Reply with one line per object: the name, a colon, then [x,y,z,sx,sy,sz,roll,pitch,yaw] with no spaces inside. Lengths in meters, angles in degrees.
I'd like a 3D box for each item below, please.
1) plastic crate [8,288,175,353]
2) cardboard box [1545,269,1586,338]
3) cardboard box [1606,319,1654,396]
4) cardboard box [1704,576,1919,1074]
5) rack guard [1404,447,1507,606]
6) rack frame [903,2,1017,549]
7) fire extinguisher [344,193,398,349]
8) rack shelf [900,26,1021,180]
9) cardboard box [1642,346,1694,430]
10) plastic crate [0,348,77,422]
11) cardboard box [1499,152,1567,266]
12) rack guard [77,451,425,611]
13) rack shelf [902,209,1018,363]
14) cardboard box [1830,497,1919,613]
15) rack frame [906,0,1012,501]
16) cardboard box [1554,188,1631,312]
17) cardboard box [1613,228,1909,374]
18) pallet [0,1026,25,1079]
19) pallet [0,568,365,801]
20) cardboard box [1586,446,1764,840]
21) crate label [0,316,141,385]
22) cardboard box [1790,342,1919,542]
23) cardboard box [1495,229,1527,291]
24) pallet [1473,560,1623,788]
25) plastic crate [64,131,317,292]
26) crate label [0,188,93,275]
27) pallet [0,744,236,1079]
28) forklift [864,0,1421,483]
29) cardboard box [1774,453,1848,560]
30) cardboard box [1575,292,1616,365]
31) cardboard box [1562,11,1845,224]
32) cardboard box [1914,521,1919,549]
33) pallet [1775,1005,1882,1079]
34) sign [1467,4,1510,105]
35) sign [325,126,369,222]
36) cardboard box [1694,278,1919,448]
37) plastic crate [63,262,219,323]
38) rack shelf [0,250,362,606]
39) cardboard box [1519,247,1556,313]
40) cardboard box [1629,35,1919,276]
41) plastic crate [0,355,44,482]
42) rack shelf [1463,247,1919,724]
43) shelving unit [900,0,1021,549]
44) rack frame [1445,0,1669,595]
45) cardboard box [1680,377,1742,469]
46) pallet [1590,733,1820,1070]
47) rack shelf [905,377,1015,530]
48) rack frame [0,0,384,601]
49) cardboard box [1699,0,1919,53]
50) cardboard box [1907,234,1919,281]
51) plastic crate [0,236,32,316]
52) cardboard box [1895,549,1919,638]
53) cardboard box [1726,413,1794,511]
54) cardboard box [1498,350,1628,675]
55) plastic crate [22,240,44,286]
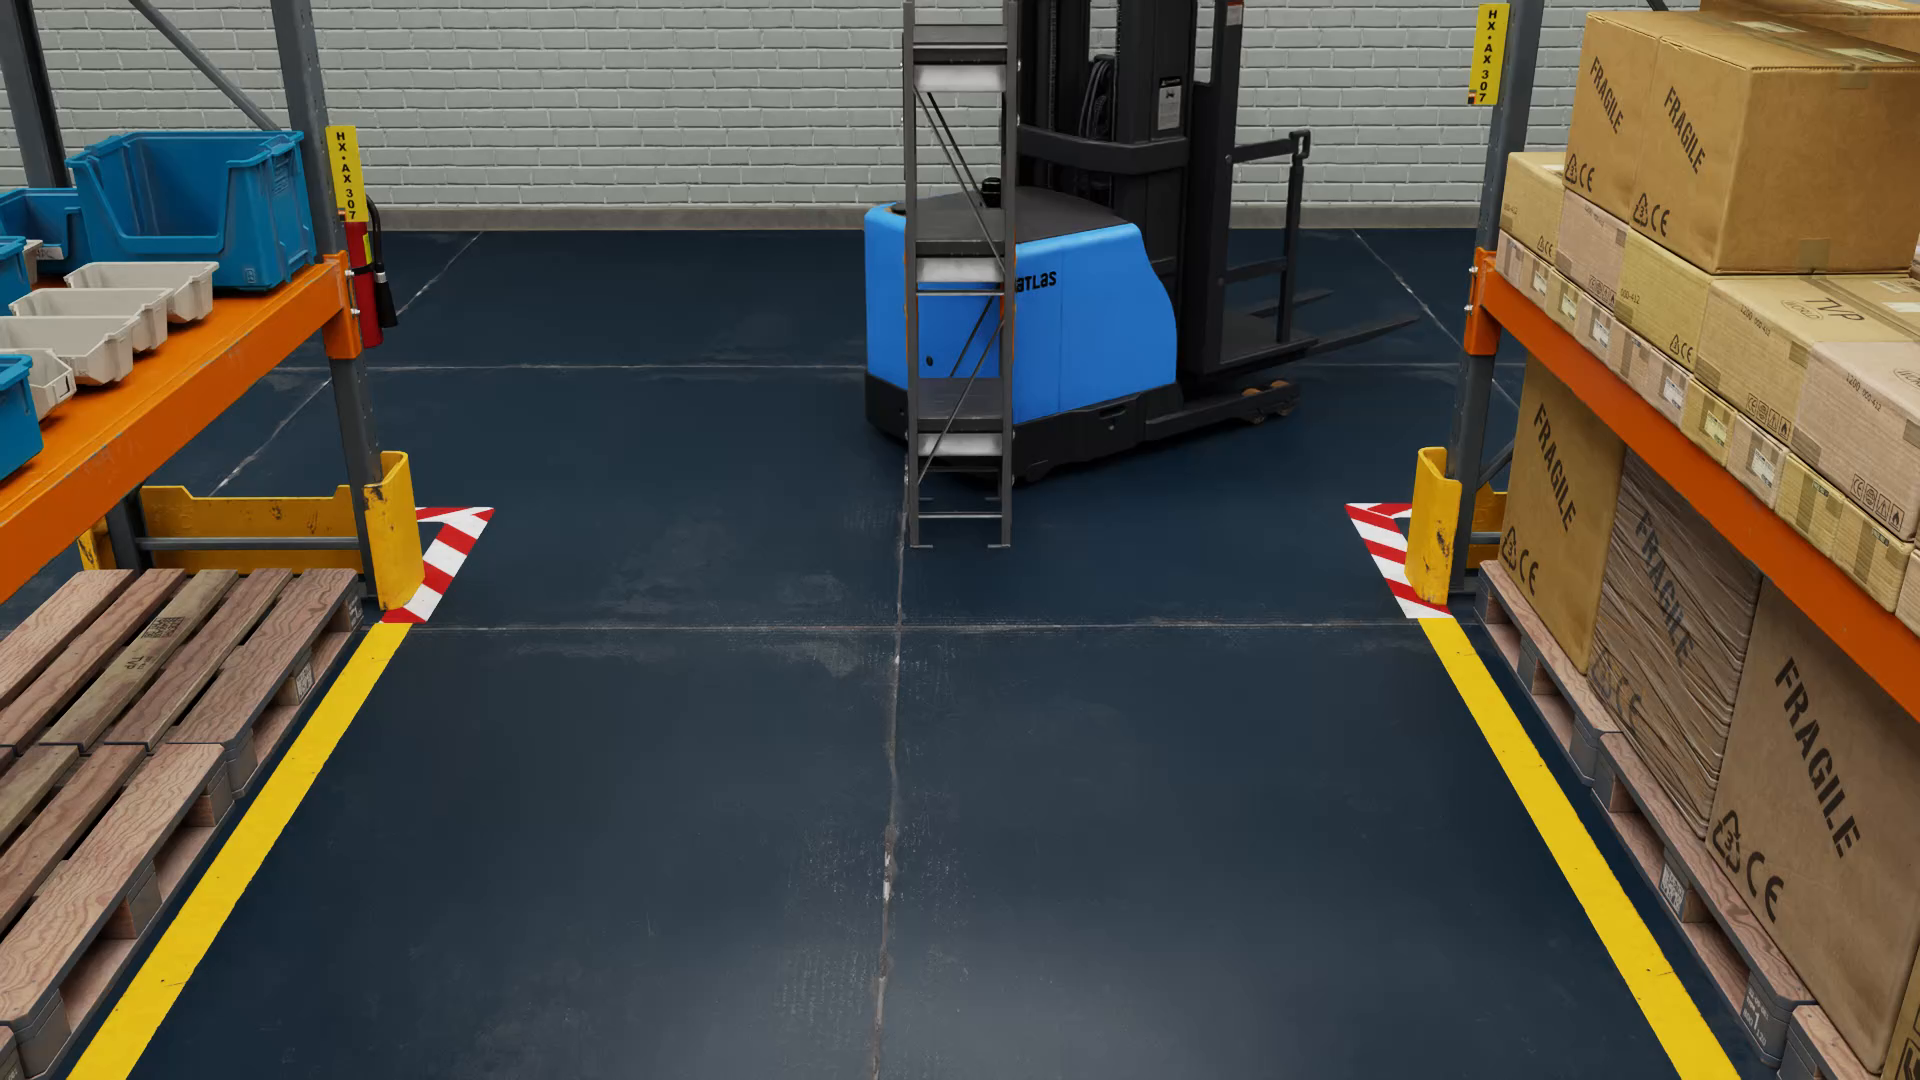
plastic crate: [-2.460,-0.616,4.719,0.396,0.136,0.243,0,24,-1]
cardboard box: [1.995,-0.712,4.990,0.380,0.149,0.250,-1,24,-2]
cardboard box: [2.001,-0.500,4.521,0.380,0.149,0.250,-1,24,-2]
cardboard box: [2.420,0.596,3.861,0.875,0.875,0.875,0,24,-1]
rack guard: [2.314,-0.057,6.269,1.175,0.500,0.348,0,24,-1]
rack frame: [0.001,-0.924,6.246,0.400,2.100,0.015,0,24,-1]
fire extinguisher: [-2.186,-1.023,5.918,0.296,0.674,0.183,0,24,-1]
rack shelf: [-0.002,-1.650,6.185,0.431,0.518,0.480,0,24,-1]
cardboard box: [2.004,-0.394,4.286,0.380,0.149,0.250,-1,24,-1]
plastic crate: [-2.411,-0.380,4.196,0.298,0.136,0.250,0,24,-1]
cardboard box: [2.049,-1.054,5.262,0.500,0.250,0.500,-1,24,-2]
rack guard: [-2.652,-0.035,6.220,1.175,0.500,0.348,0,24,-1]
rack shelf: [-0.002,-1.012,6.474,0.431,0.518,0.480,0,24,-1]
cardboard box: [2.015,0.029,3.352,0.380,0.149,0.250,0,24,0]
rack frame: [-0.004,-1.125,6.690,0.400,2.100,0.015,0,24,-1]
cardboard box: [2.061,-0.840,4.788,0.500,0.250,0.500,-1,24,-1]
cardboard box: [2.063,-0.633,4.330,0.500,0.250,0.500,-1,24,-2]
pallet: [-2.642,1.452,3.283,1.003,0.211,1.213,0,24,-1]
pallet: [-2.669,0.447,5.506,1.003,0.211,1.213,0,24,-1]
cardboard box: [2.411,0.229,4.672,0.875,0.875,0.875,0,24,-1]
crate label: [-2.433,-0.501,4.466,0.396,0.136,0.243,0,24,-1]
cardboard box: [2.076,-0.209,3.393,0.500,0.250,0.500,0,24,1]
cardboard box: [1.988,-0.924,5.457,0.380,0.149,0.250,0,24,0]
pallet: [2.401,0.414,5.579,1.003,0.211,1.213,0,24,-1]
plastic crate: [-2.448,-1.070,5.360,0.616,0.435,0.499,0,24,-1]
crate label: [-2.965,-1.011,5.477,0.416,0.233,0.303,0,24,-1]
pallet: [-2.658,0.948,4.397,1.003,0.211,1.213,0,24,-1]
forklift: [1.039,-2.053,7.732,3.031,2.935,1.130,-17,29,-33]
cardboard box: [2.012,-0.077,3.585,0.380,0.149,0.250,-1,24,-1]
cardboard box: [1.999,-0.605,4.752,0.380,0.149,0.250,-1,24,-1]
cardboard box: [2.055,-1.190,4.652,0.500,0.500,0.500,-1,24,-2]
cardboard box: [2.082,0.001,2.928,0.500,0.250,0.500,0,24,1]
pallet: [2.427,1.419,3.356,1.003,0.211,1.213,0,24,-1]
sign: [1.759,-1.616,5.537,0.100,0.325,0.005,0,24,-1]
sign: [-2.089,-1.247,5.669,0.100,0.325,0.005,0,24,-1]
cardboard box: [2.074,-0.418,3.855,0.500,0.250,0.500,-1,24,-2]
plastic crate: [-2.449,-0.736,4.984,0.396,0.136,0.243,0,24,-1]
rack shelf: [-2.617,-0.012,4.009,1.077,0.370,4.000,0,24,-1]
cardboard box: [1.992,-0.818,5.223,0.380,0.149,0.250,-1,24,-1]
cardboard box: [2.066,-0.976,4.180,0.500,0.500,0.500,-1,24,-2]
plastic crate: [-2.360,-0.270,3.836,0.416,0.233,0.300,0,24,-1]
rack shelf: [2.336,-0.034,4.058,1.077,0.370,4.000,0,24,-1]
shelving unit: [-0.002,-1.025,6.468,0.431,2.100,0.503,0,24,-1]
rack frame: [2.314,-1.186,5.732,1.000,3.000,0.127,0,24,-1]
cardboard box: [2.006,-0.290,4.056,0.380,0.149,0.250,-1,24,-2]
pallet: [2.411,0.915,4.470,1.003,0.211,1.213,0,24,-1]
rack shelf: [-0.002,-0.375,6.762,0.431,0.518,0.480,0,24,-1]
rack frame: [-2.639,-1.164,5.683,1.000,3.000,0.127,0,24,-1]
cardboard box: [2.582,-1.395,5.106,0.500,0.500,0.500,0,24,0]
cardboard box: [2.595,-0.636,4.337,0.500,0.250,0.500,-1,24,-2]
plastic crate: [-2.958,-0.740,4.877,0.416,0.233,0.300,0,24,-1]
cardboard box: [2.018,0.135,3.117,0.380,0.149,0.250,0,24,0]
cardboard box: [2.011,-0.182,3.817,0.380,0.149,0.250,0,24,0]
cardboard box: [2.401,-0.146,5.501,0.875,0.875,0.875,0,24,-1]
plastic crate: [-3.045,-0.835,5.204,0.250,0.136,0.298,0,24,-1]
